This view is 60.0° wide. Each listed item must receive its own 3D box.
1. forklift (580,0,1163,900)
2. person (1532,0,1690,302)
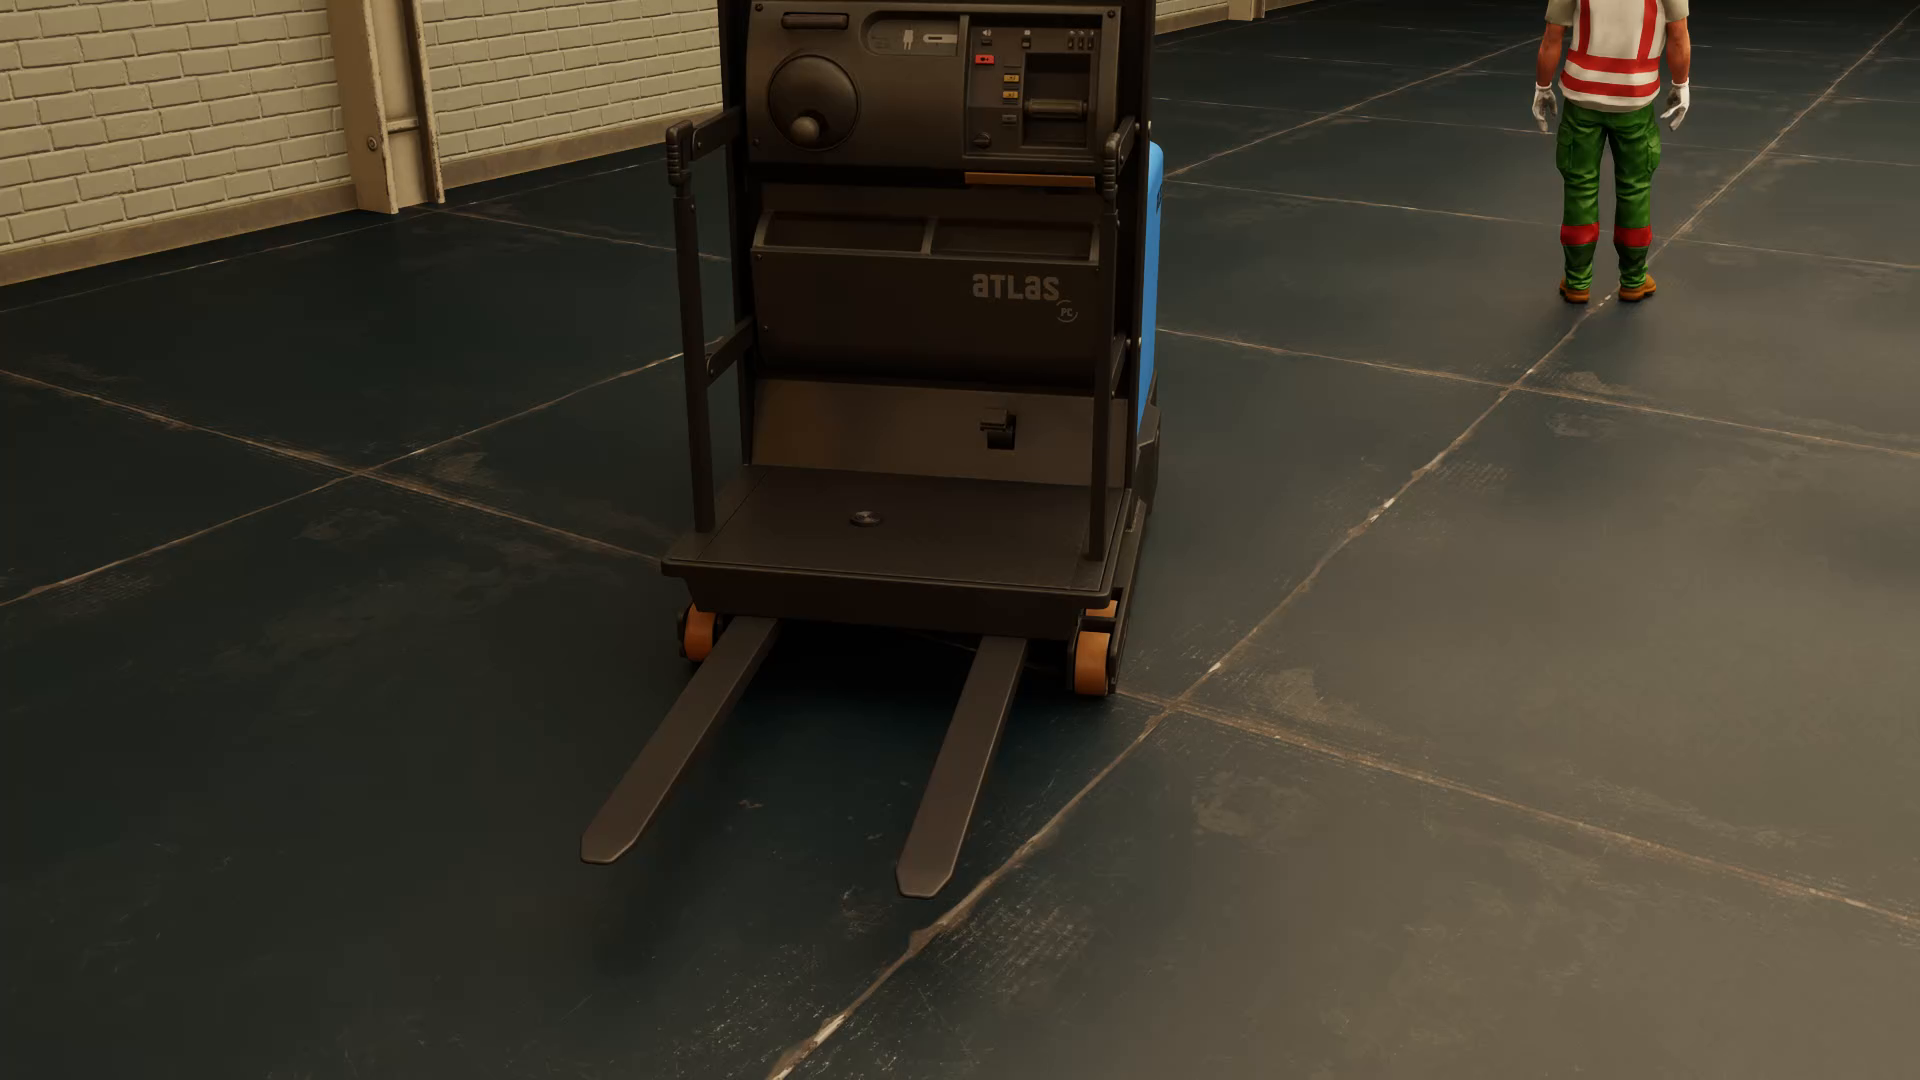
[{"bbox_3d":[-0.108,-1.111,3.912,1.130,2.935,3.031,4,24,9],"label":"forklift"},{"bbox_3d":[2.855,-1.945,7.290,0.638,1.788,0.563,10,25,22],"label":"person"}]
